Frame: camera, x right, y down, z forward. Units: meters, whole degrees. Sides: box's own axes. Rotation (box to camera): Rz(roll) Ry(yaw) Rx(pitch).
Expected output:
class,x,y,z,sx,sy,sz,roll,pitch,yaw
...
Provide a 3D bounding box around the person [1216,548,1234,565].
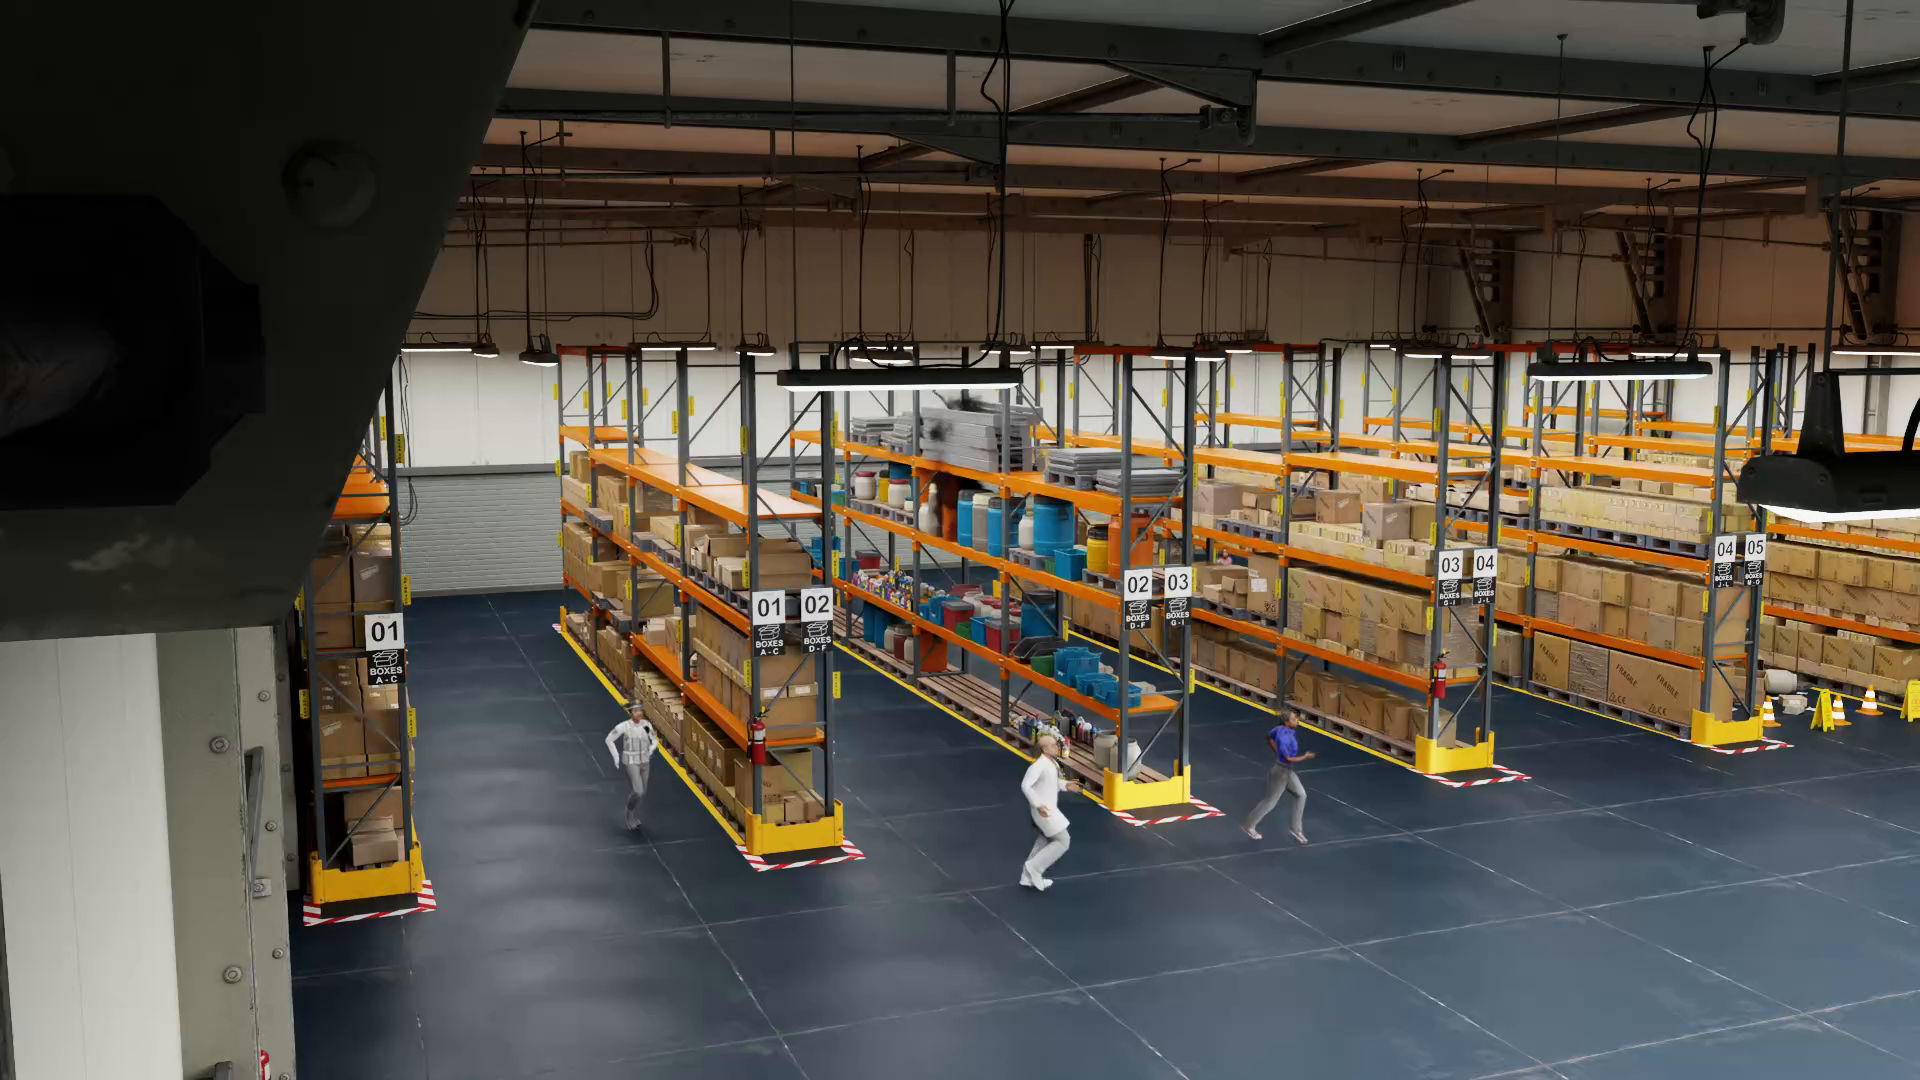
class,x,y,z,sx,sy,sz,roll,pitch,yaw
person,5.808,0.933,36.355,0.560,1.550,0.734,-2,8,-16

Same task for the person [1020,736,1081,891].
class,x,y,z,sx,sy,sz,roll,pitch,yaw
person,1.022,3.094,18.842,0.683,1.710,0.684,1,7,6

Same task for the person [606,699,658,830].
class,x,y,z,sx,sy,sz,roll,pitch,yaw
person,-4.084,2.832,21.004,0.587,1.674,0.651,-6,9,-39

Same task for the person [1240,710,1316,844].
class,x,y,z,sx,sy,sz,roll,pitch,yaw
person,3.935,2.921,20.534,0.891,1.705,0.586,2,8,15
